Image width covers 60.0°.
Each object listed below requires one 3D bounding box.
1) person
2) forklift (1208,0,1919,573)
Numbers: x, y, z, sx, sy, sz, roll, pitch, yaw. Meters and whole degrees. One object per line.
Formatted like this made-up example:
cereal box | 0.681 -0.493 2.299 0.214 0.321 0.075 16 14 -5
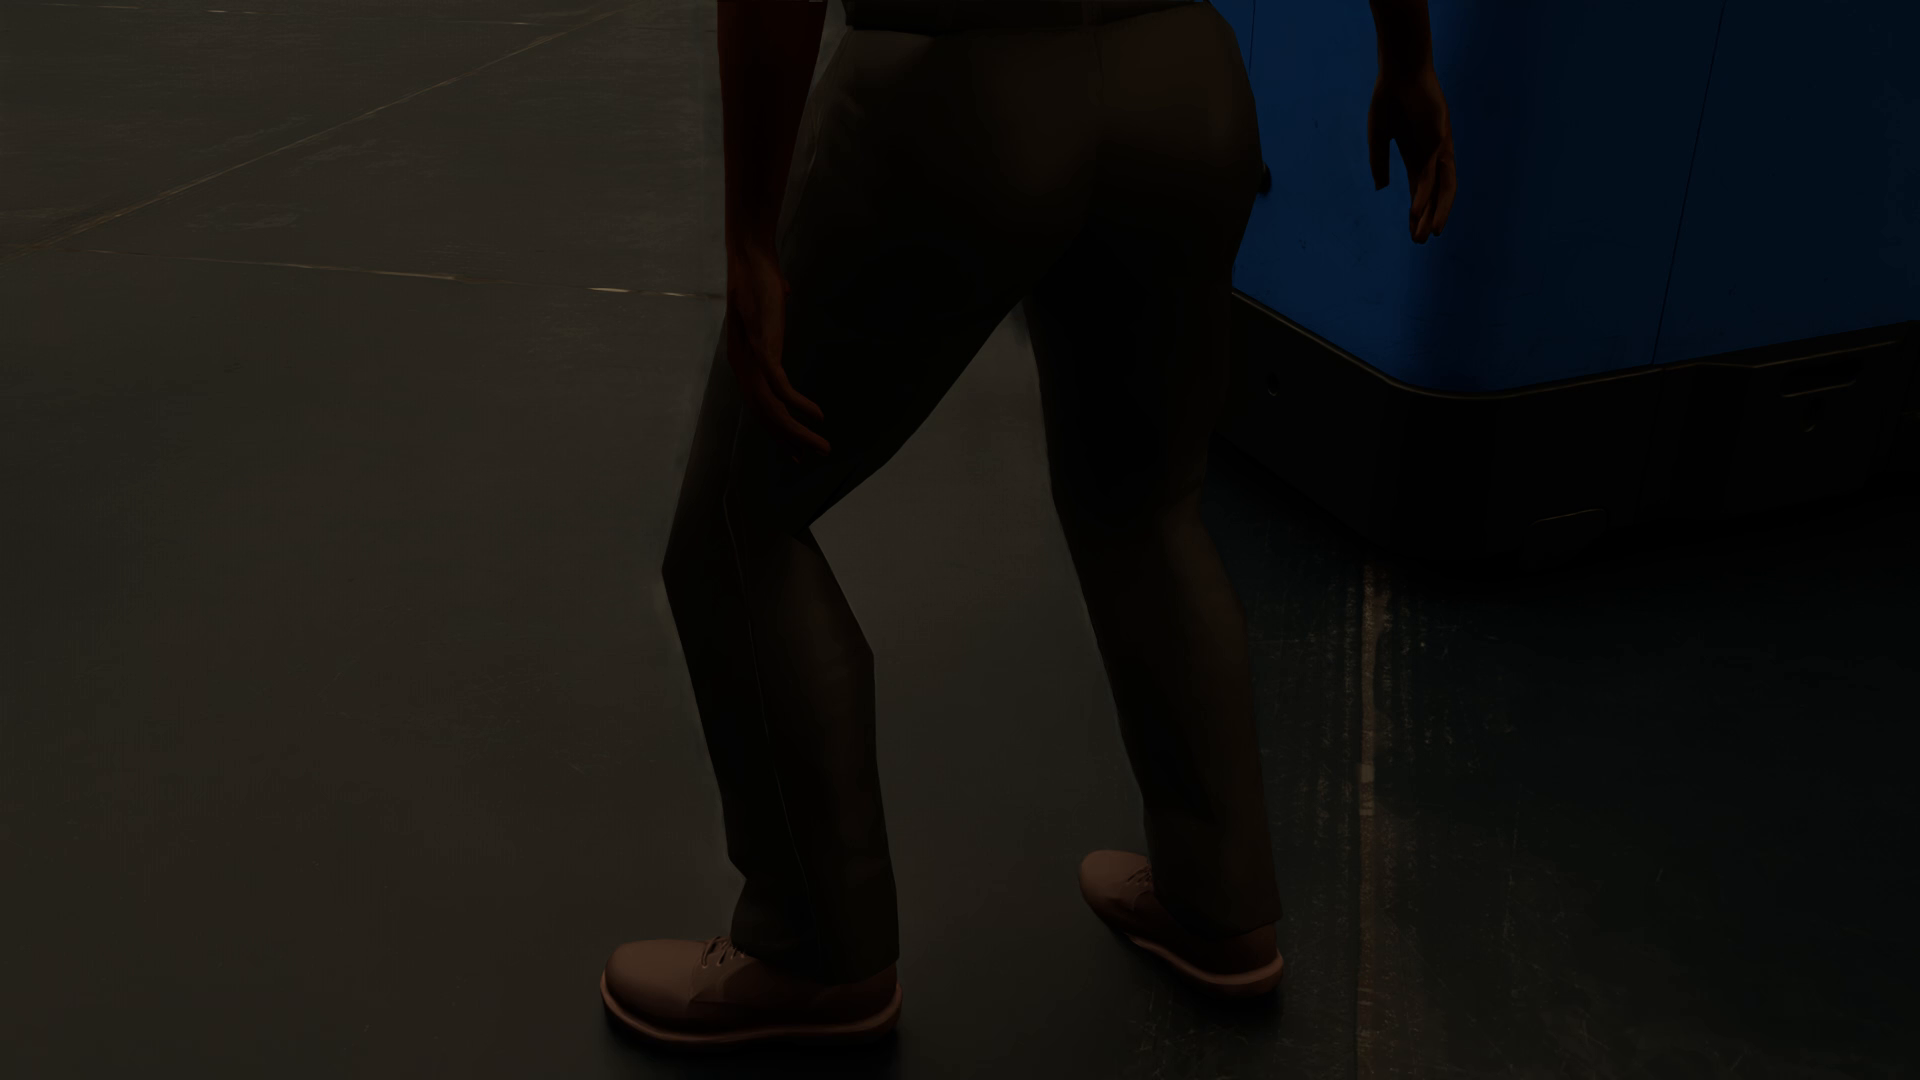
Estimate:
person | 0.057 -0.293 1.344 0.812 1.634 0.408 -13 29 -24
forklift | 1.815 -1.677 2.571 3.031 2.935 1.130 -10 29 -20
